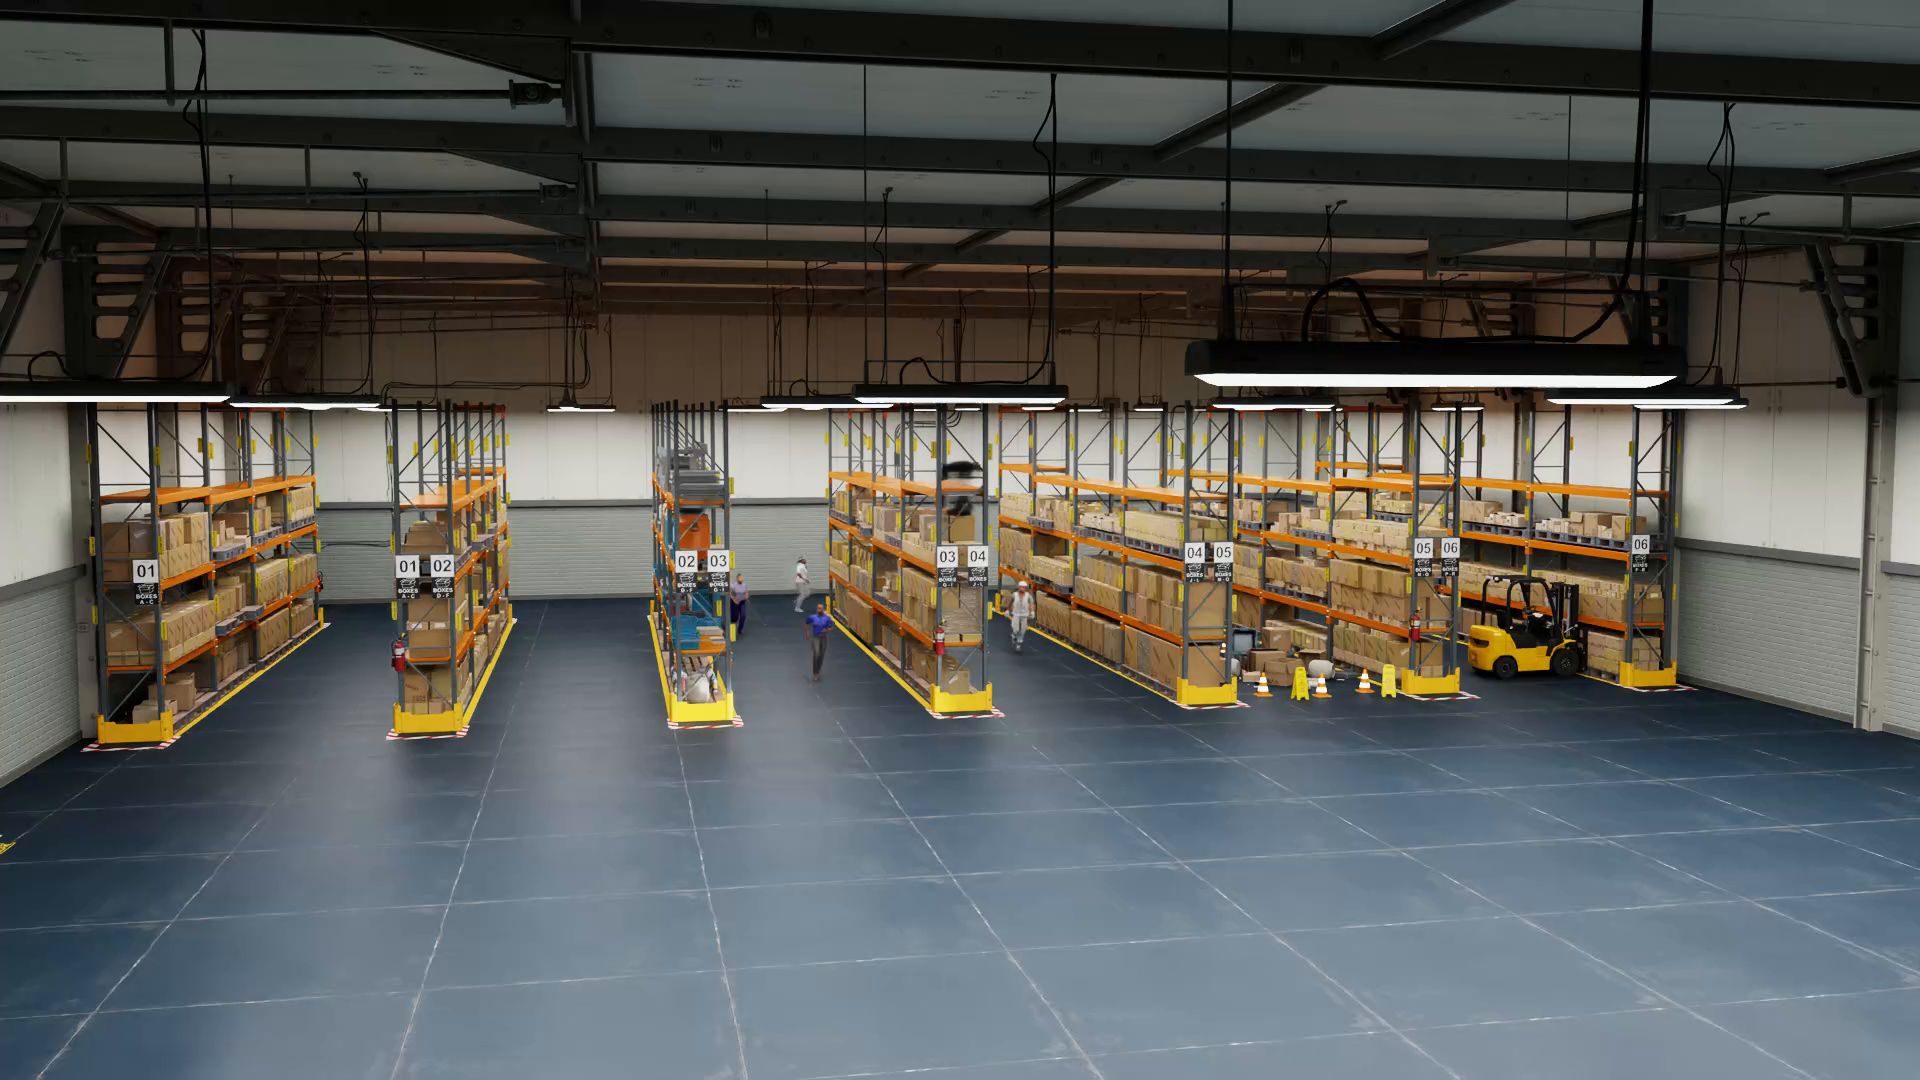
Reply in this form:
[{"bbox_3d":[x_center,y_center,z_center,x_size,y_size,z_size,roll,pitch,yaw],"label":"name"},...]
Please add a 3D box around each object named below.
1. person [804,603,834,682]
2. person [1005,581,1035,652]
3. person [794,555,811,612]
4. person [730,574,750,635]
[{"bbox_3d":[-3.031,2.208,35.897,0.590,1.695,0.679,-1,5,-17],"label":"person"},{"bbox_3d":[1.453,1.839,39.903,0.672,1.734,0.786,0,4,-6],"label":"person"},{"bbox_3d":[-4.582,1.252,48.515,0.496,1.653,0.626,0,4,5],"label":"person"},{"bbox_3d":[-5.827,1.672,43.424,0.615,1.587,0.693,-3,5,-33],"label":"person"}]
